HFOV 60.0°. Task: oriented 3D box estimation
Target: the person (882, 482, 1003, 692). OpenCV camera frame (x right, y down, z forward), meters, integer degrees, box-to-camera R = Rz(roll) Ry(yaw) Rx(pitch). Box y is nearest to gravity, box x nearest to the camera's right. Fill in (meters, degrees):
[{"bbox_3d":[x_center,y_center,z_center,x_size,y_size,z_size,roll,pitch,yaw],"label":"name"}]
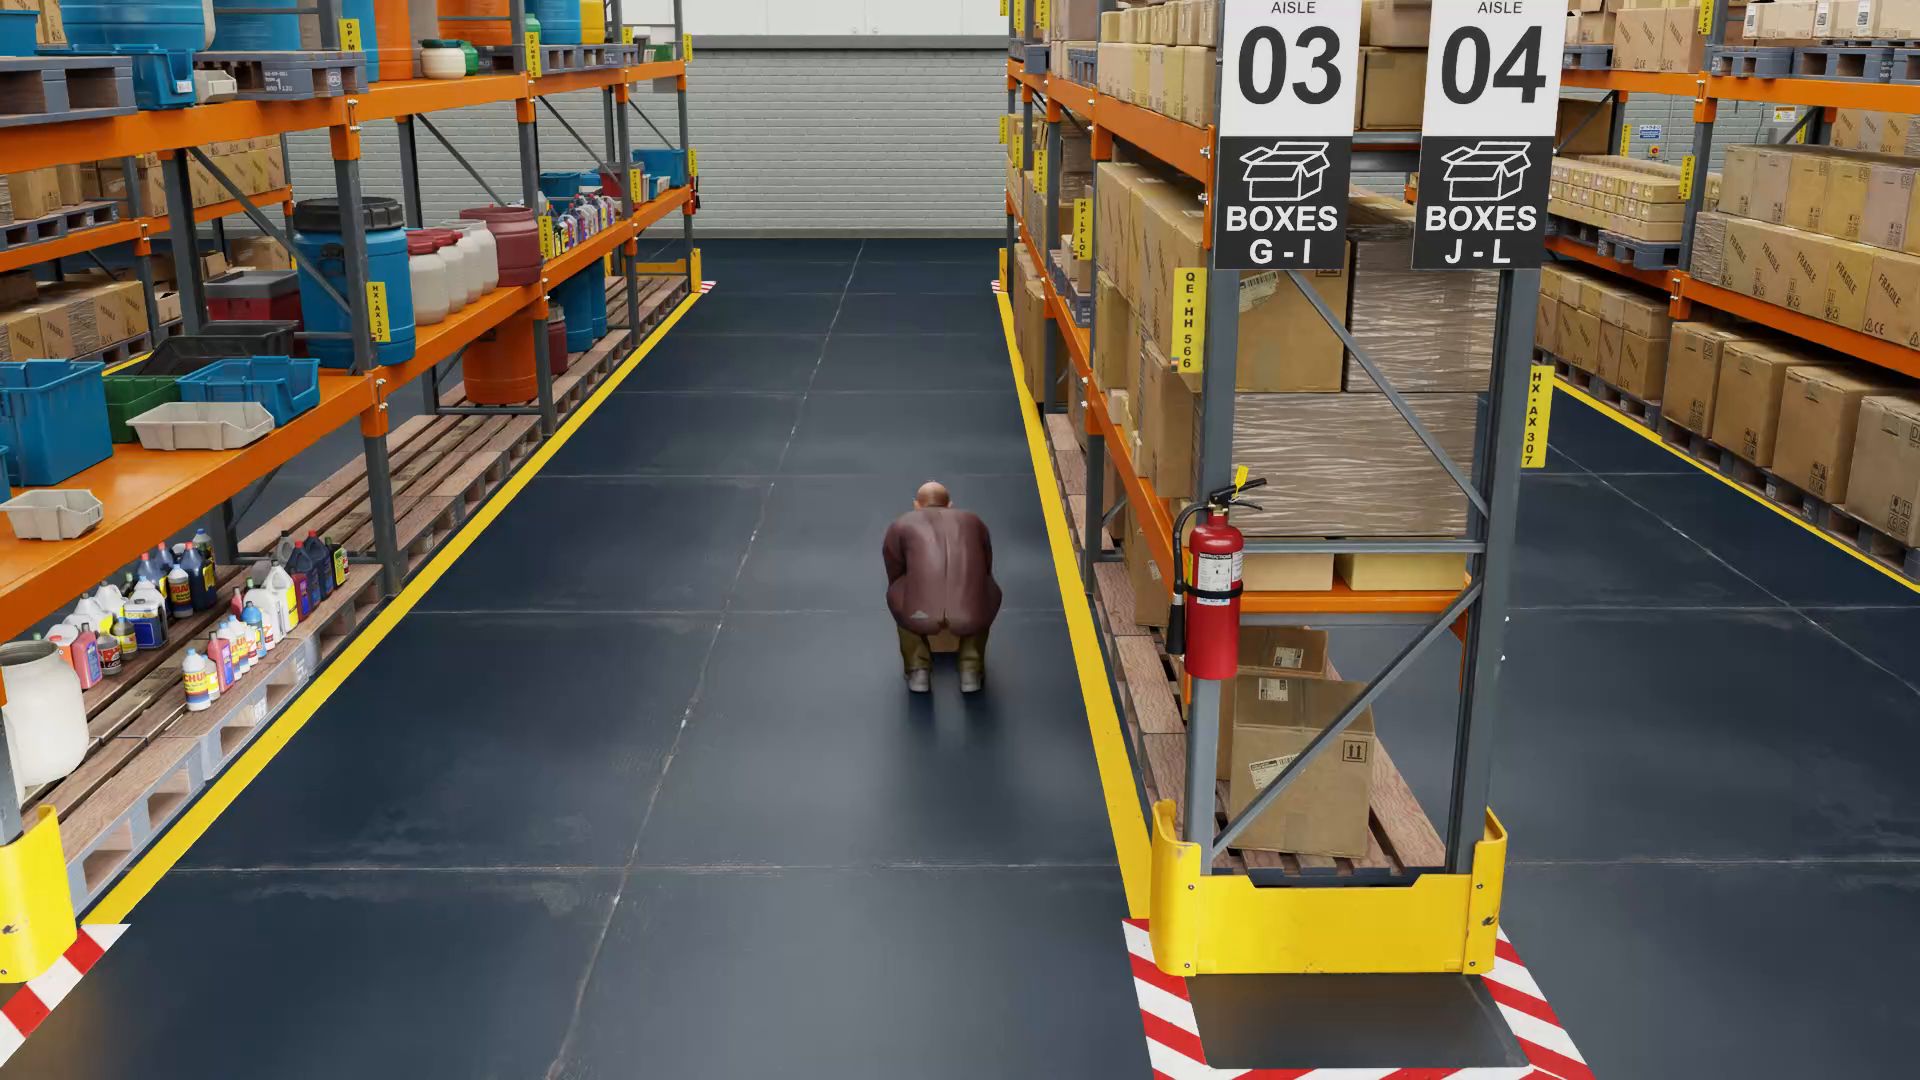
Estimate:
[{"bbox_3d":[-0.089,0.243,8.325,0.604,0.876,0.915,0,17,0],"label":"person"}]
